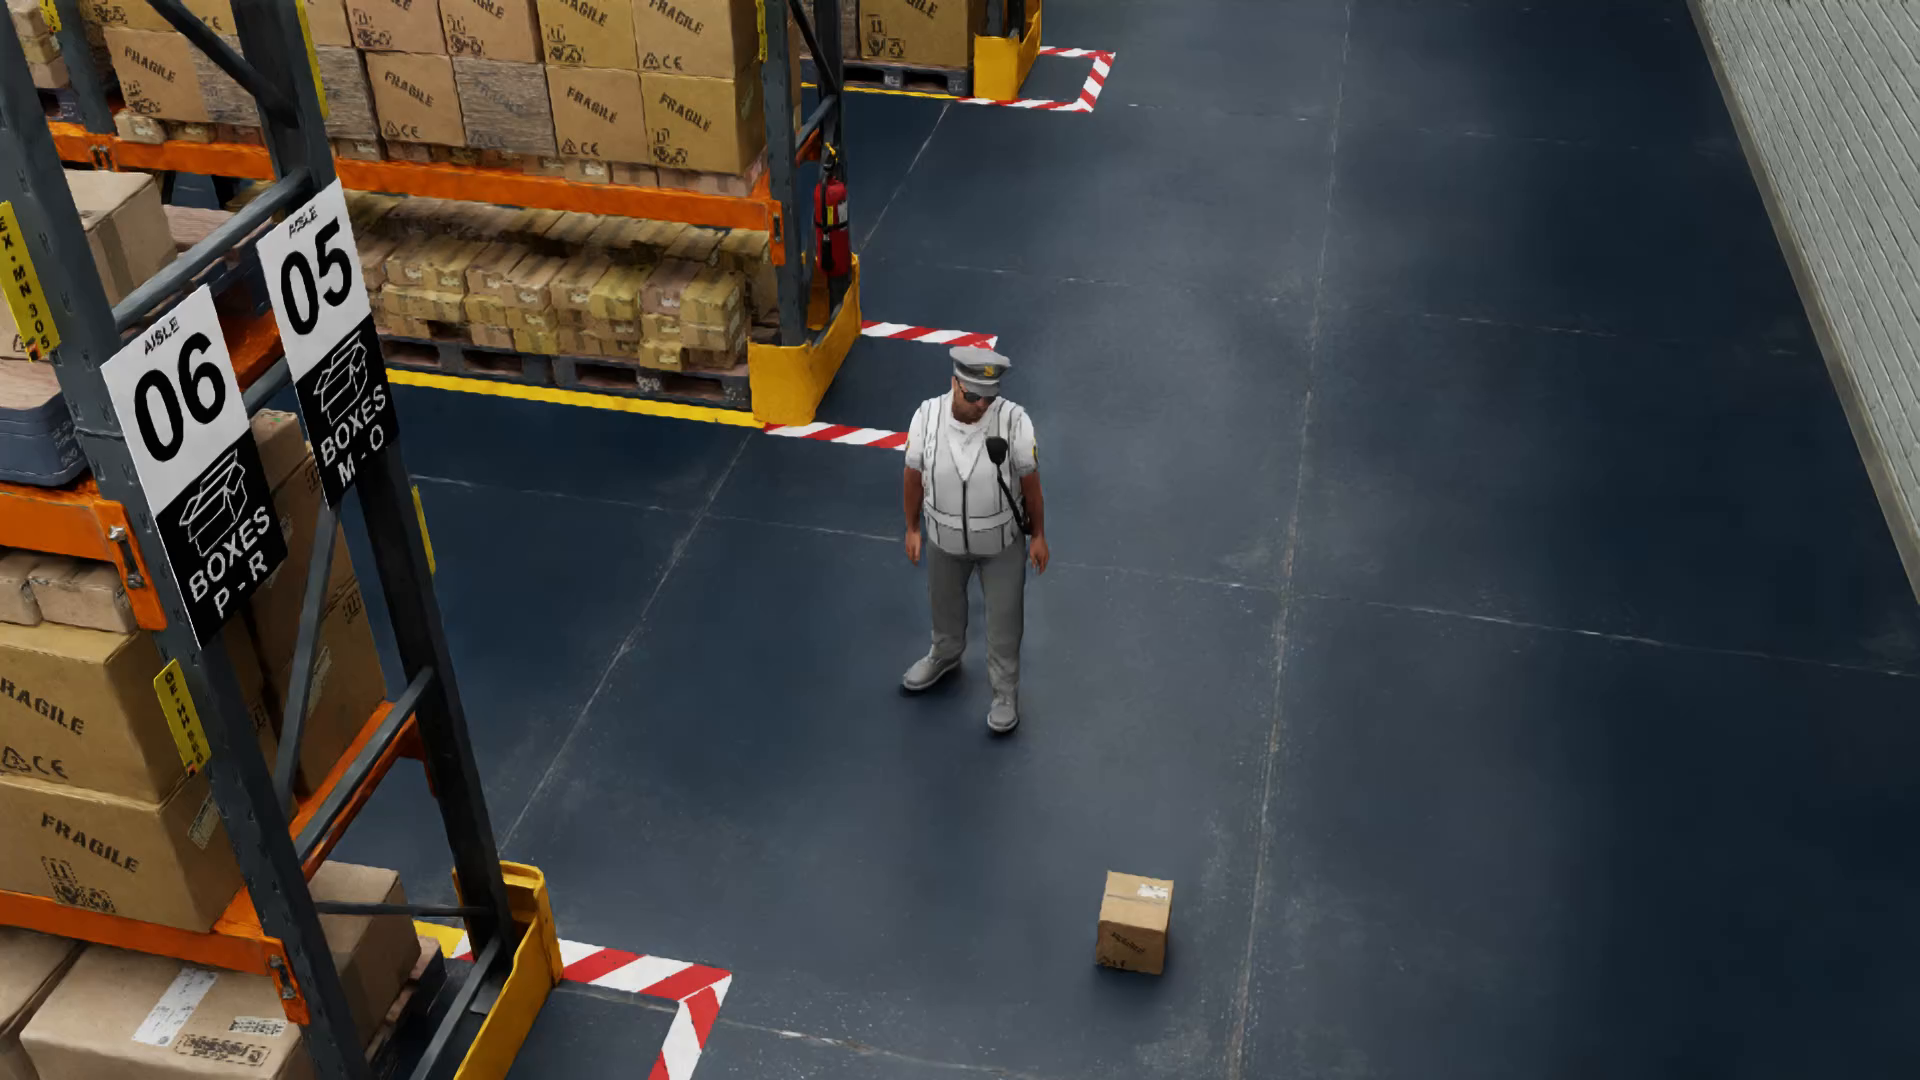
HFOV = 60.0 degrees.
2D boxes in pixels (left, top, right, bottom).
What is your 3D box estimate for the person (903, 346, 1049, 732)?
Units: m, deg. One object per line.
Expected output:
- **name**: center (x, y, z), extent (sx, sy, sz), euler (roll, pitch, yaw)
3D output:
- **person**: center (0.049, -0.009, 6.930), extent (0.638, 1.755, 0.515), euler (7, 37, 9)
